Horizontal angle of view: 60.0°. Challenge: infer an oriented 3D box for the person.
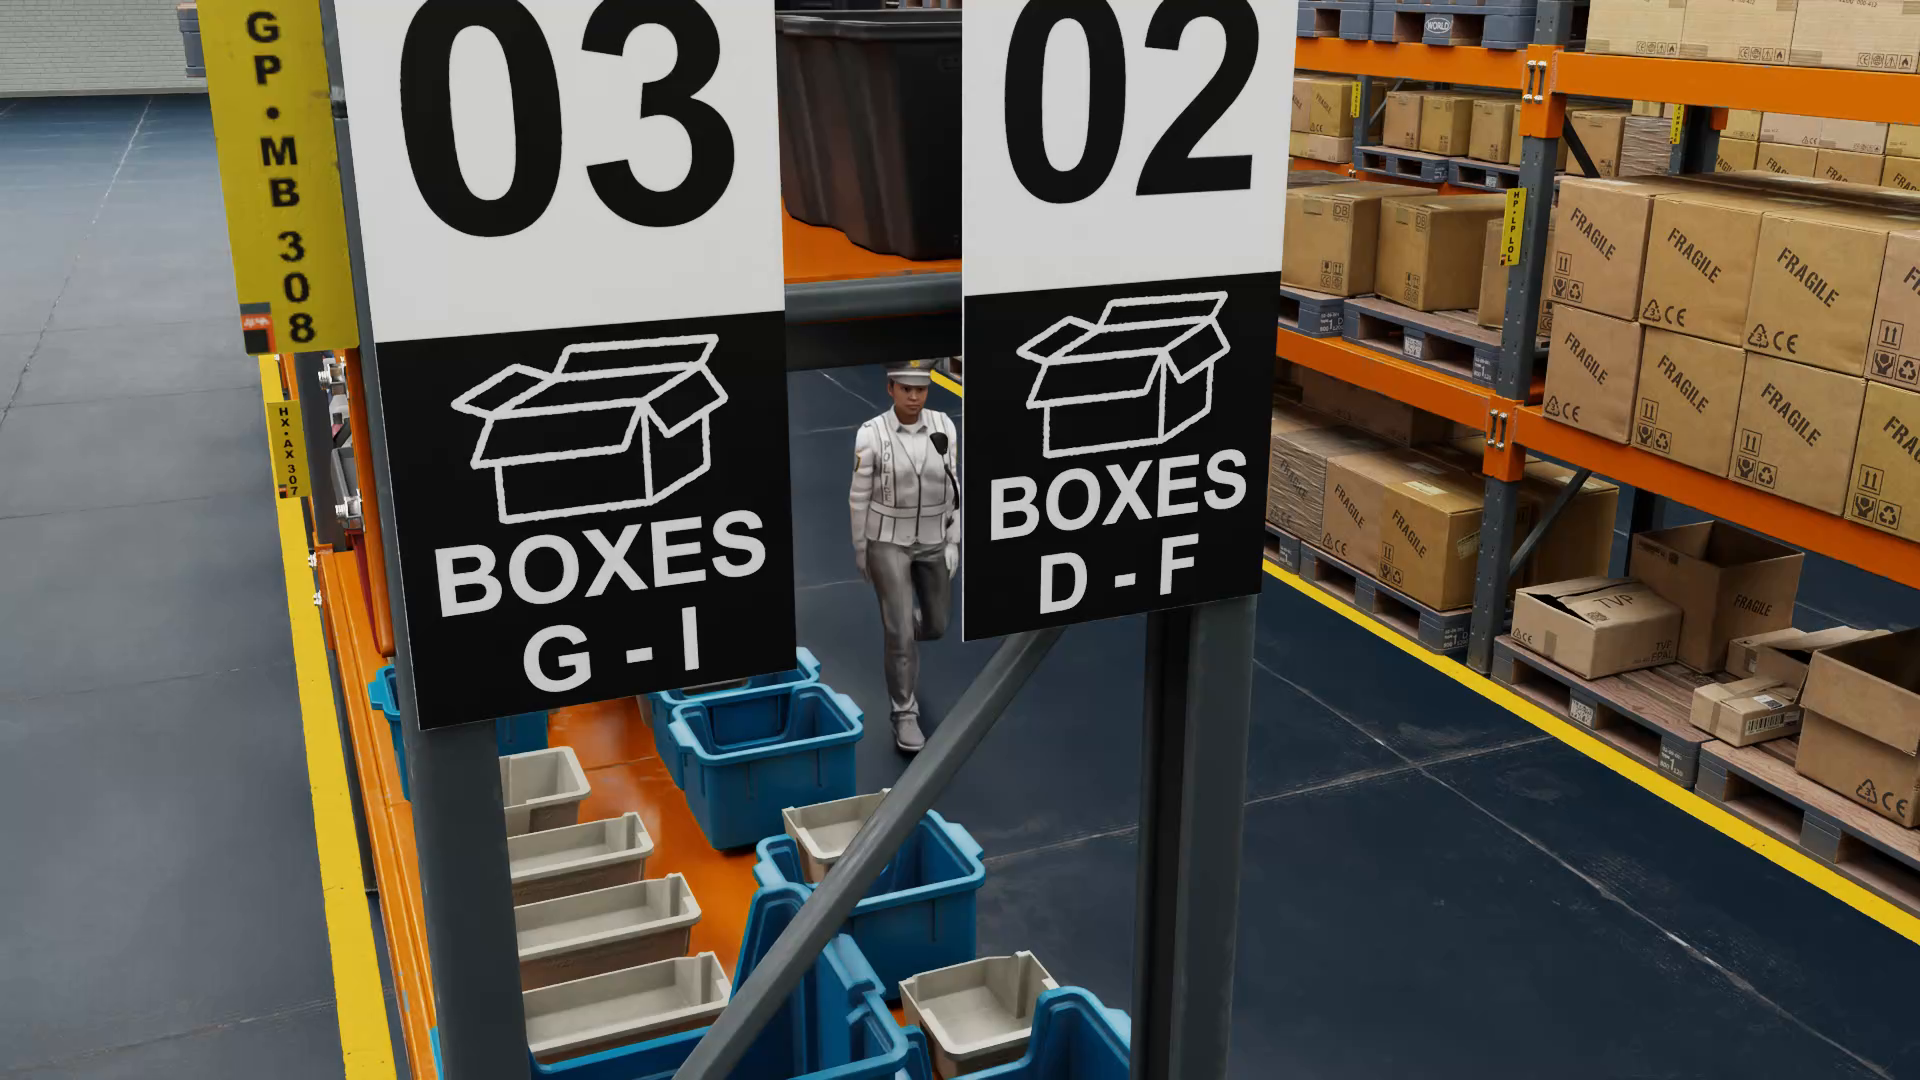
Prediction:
[{"bbox_3d":[-0.235,-0.010,7.023,0.472,1.658,0.765,-8,20,-21],"label":"person"}]
